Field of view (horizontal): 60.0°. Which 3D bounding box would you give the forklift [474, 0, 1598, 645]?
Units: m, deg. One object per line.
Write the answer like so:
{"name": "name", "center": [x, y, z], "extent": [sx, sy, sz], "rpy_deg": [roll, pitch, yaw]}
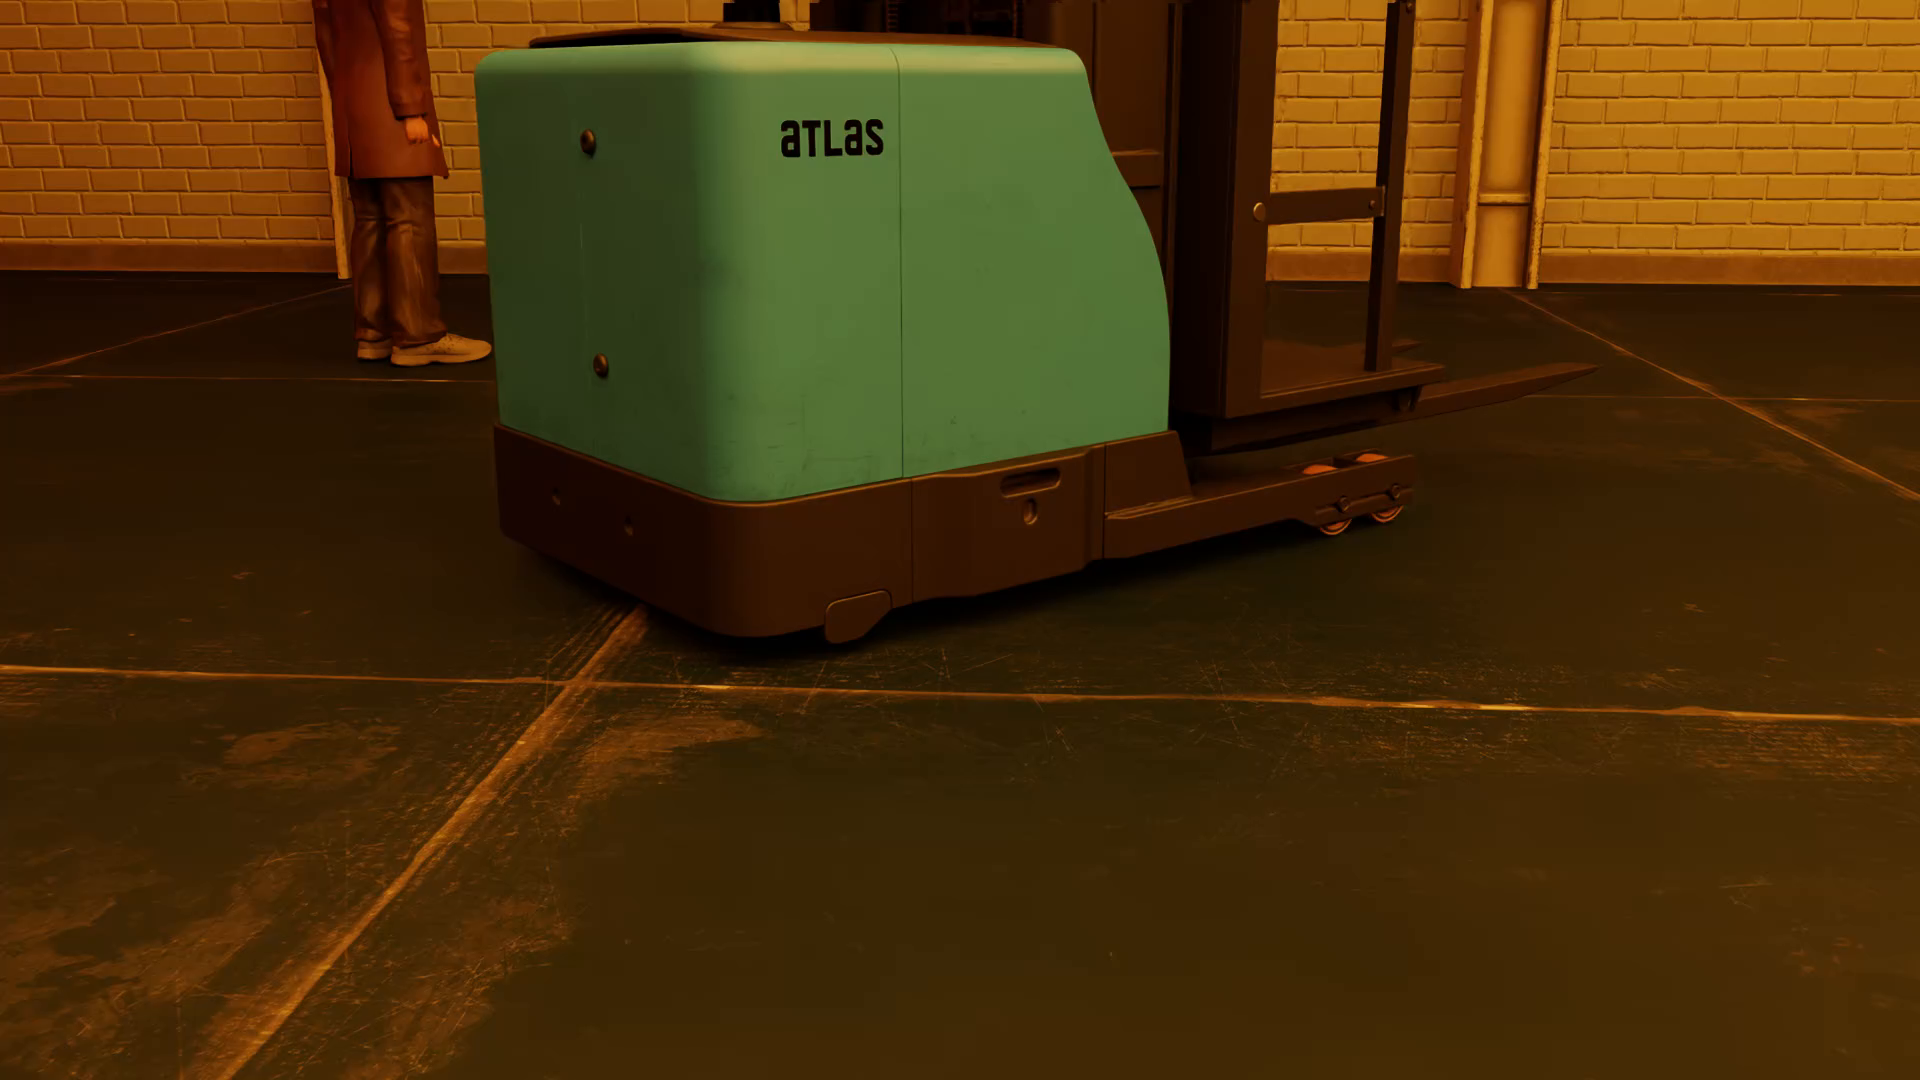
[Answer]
{"name": "forklift", "center": [0.462, -1.519, 3.816], "extent": [3.031, 2.935, 1.130], "rpy_deg": [-12, 19, -37]}

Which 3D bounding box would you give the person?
{"name": "person", "center": [-2.094, -1.557, 6.143], "extent": [0.547, 1.782, 0.393], "rpy_deg": [13, 20, 40]}
